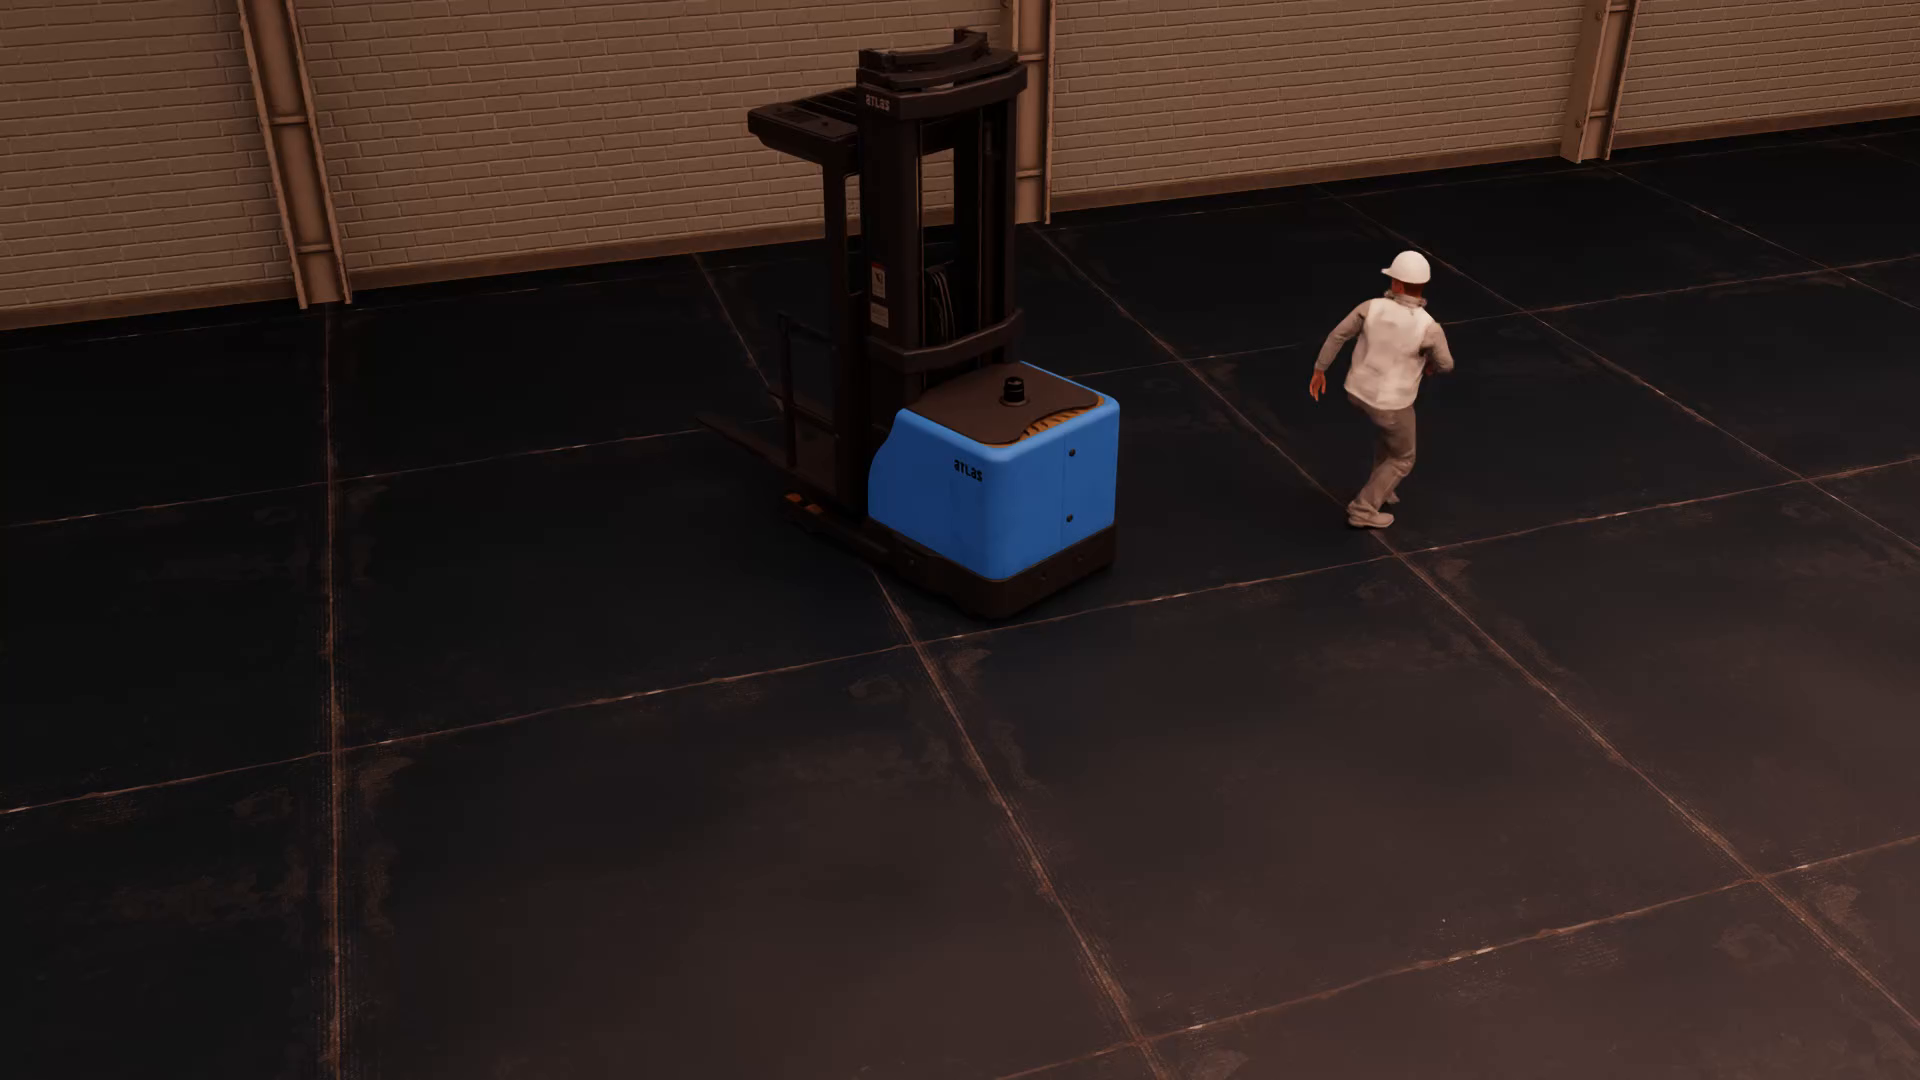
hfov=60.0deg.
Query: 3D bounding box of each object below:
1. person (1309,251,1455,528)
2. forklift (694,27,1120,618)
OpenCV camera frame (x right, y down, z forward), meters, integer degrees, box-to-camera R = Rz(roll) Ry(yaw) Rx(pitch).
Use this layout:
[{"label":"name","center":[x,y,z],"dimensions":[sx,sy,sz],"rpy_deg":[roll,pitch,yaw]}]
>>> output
[{"label":"person","center":[2.524,-0.856,9.860],"dimensions":[0.769,1.769,0.621],"rpy_deg":[-19,35,-29]},{"label":"forklift","center":[-0.478,-1.480,9.659],"dimensions":[1.130,2.935,3.031],"rpy_deg":[-26,39,-37]}]
